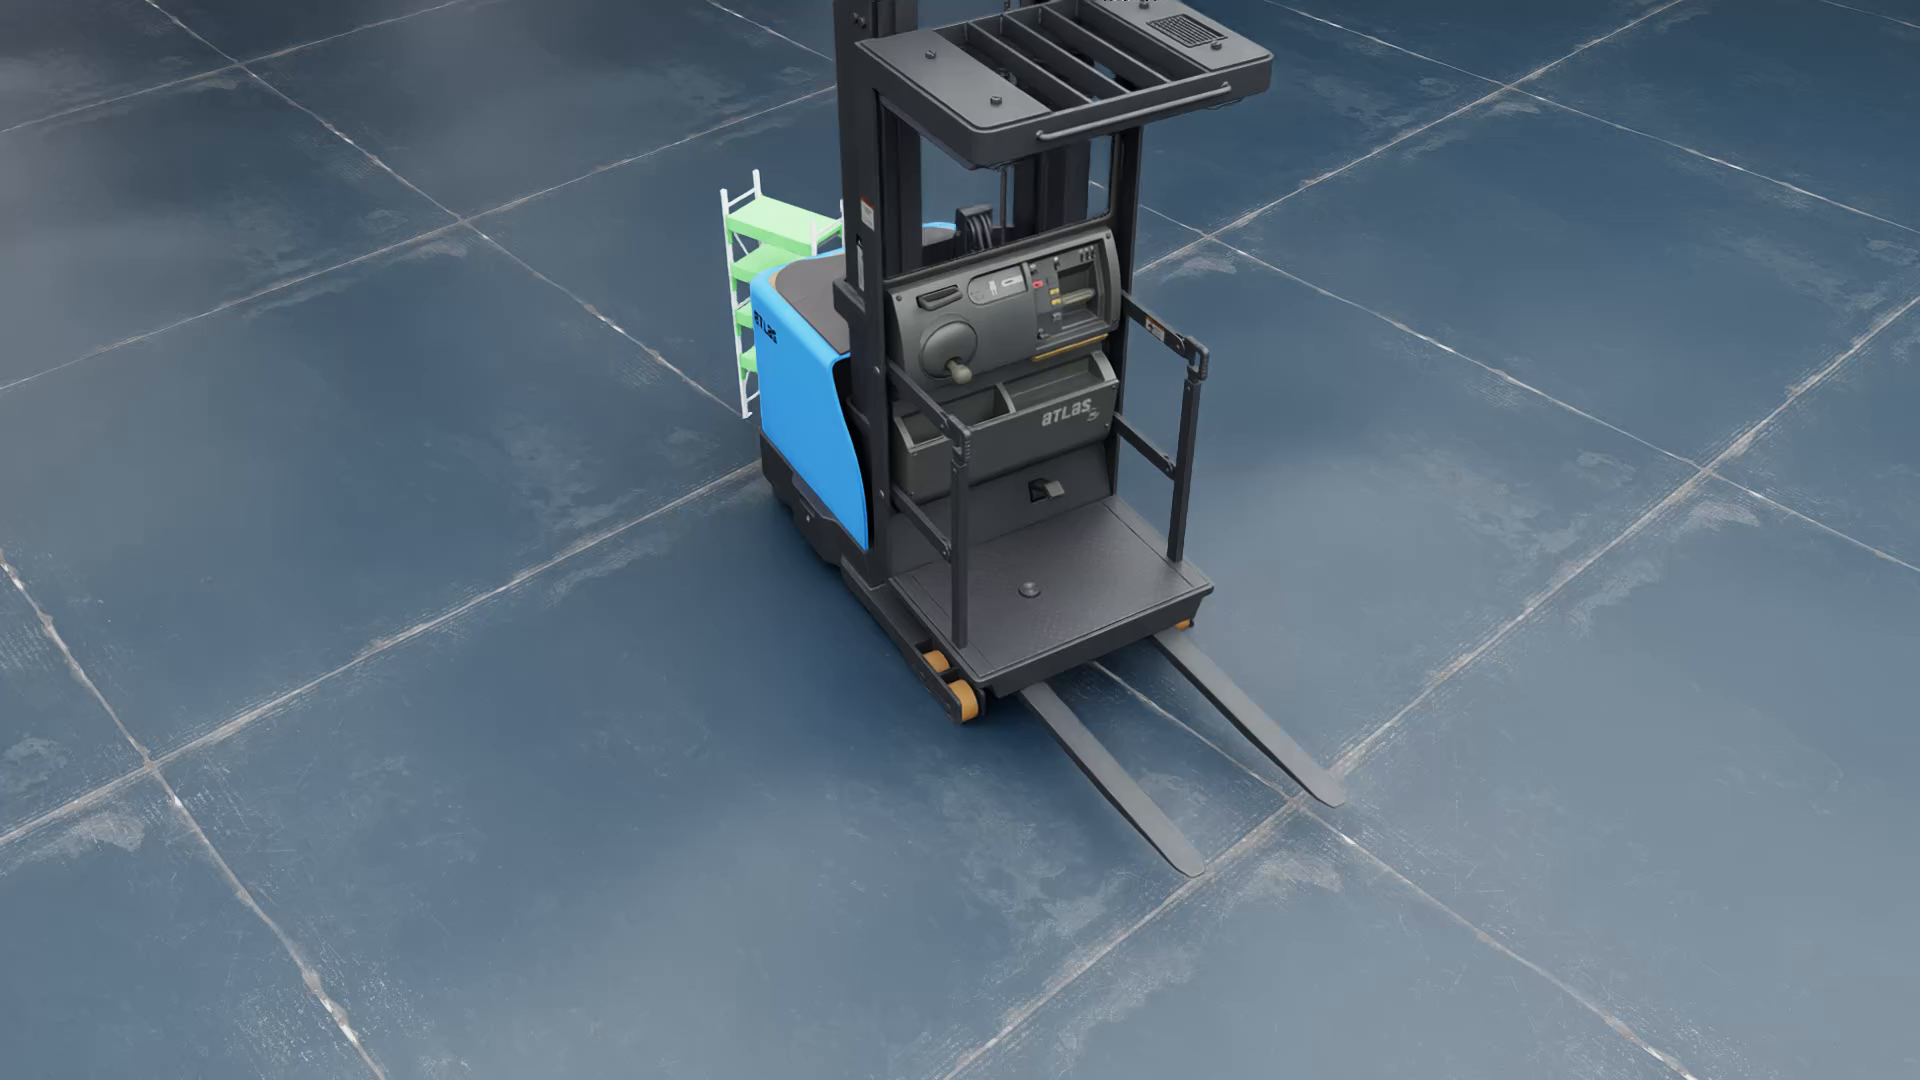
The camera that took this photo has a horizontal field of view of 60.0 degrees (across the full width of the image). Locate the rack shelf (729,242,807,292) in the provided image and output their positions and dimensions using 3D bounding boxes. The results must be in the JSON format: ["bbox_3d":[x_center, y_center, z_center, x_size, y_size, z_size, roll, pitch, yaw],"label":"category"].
[{"bbox_3d":[-0.764,-1.163,7.455,0.480,0.148,0.258,23,44,26],"label":"rack shelf"}]

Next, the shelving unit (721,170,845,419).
[{"bbox_3d":[-0.764,-1.026,7.566,0.503,1.200,0.258,23,44,26],"label":"shelving unit"}]

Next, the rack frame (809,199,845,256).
[{"bbox_3d":[-0.562,-0.940,7.459,0.015,1.200,0.240,23,44,26],"label":"rack frame"}]

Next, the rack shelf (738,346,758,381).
[{"bbox_3d":[-0.764,-0.790,7.757,0.480,0.148,0.258,23,44,26],"label":"rack shelf"}]

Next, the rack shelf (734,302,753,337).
[{"bbox_3d":[-0.764,-0.976,7.606,0.480,0.148,0.258,23,44,26],"label":"rack shelf"}]

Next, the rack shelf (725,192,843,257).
[{"bbox_3d":[-0.764,-1.350,7.304,0.480,0.148,0.258,23,44,26],"label":"rack shelf"}]

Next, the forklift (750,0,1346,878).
[{"bbox_3d":[0.288,-0.773,5.874,1.130,2.935,3.031,-20,43,-23],"label":"forklift"}]

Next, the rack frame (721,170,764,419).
[{"bbox_3d":[-0.966,-1.112,7.672,0.015,1.200,0.240,23,44,26],"label":"rack frame"}]
